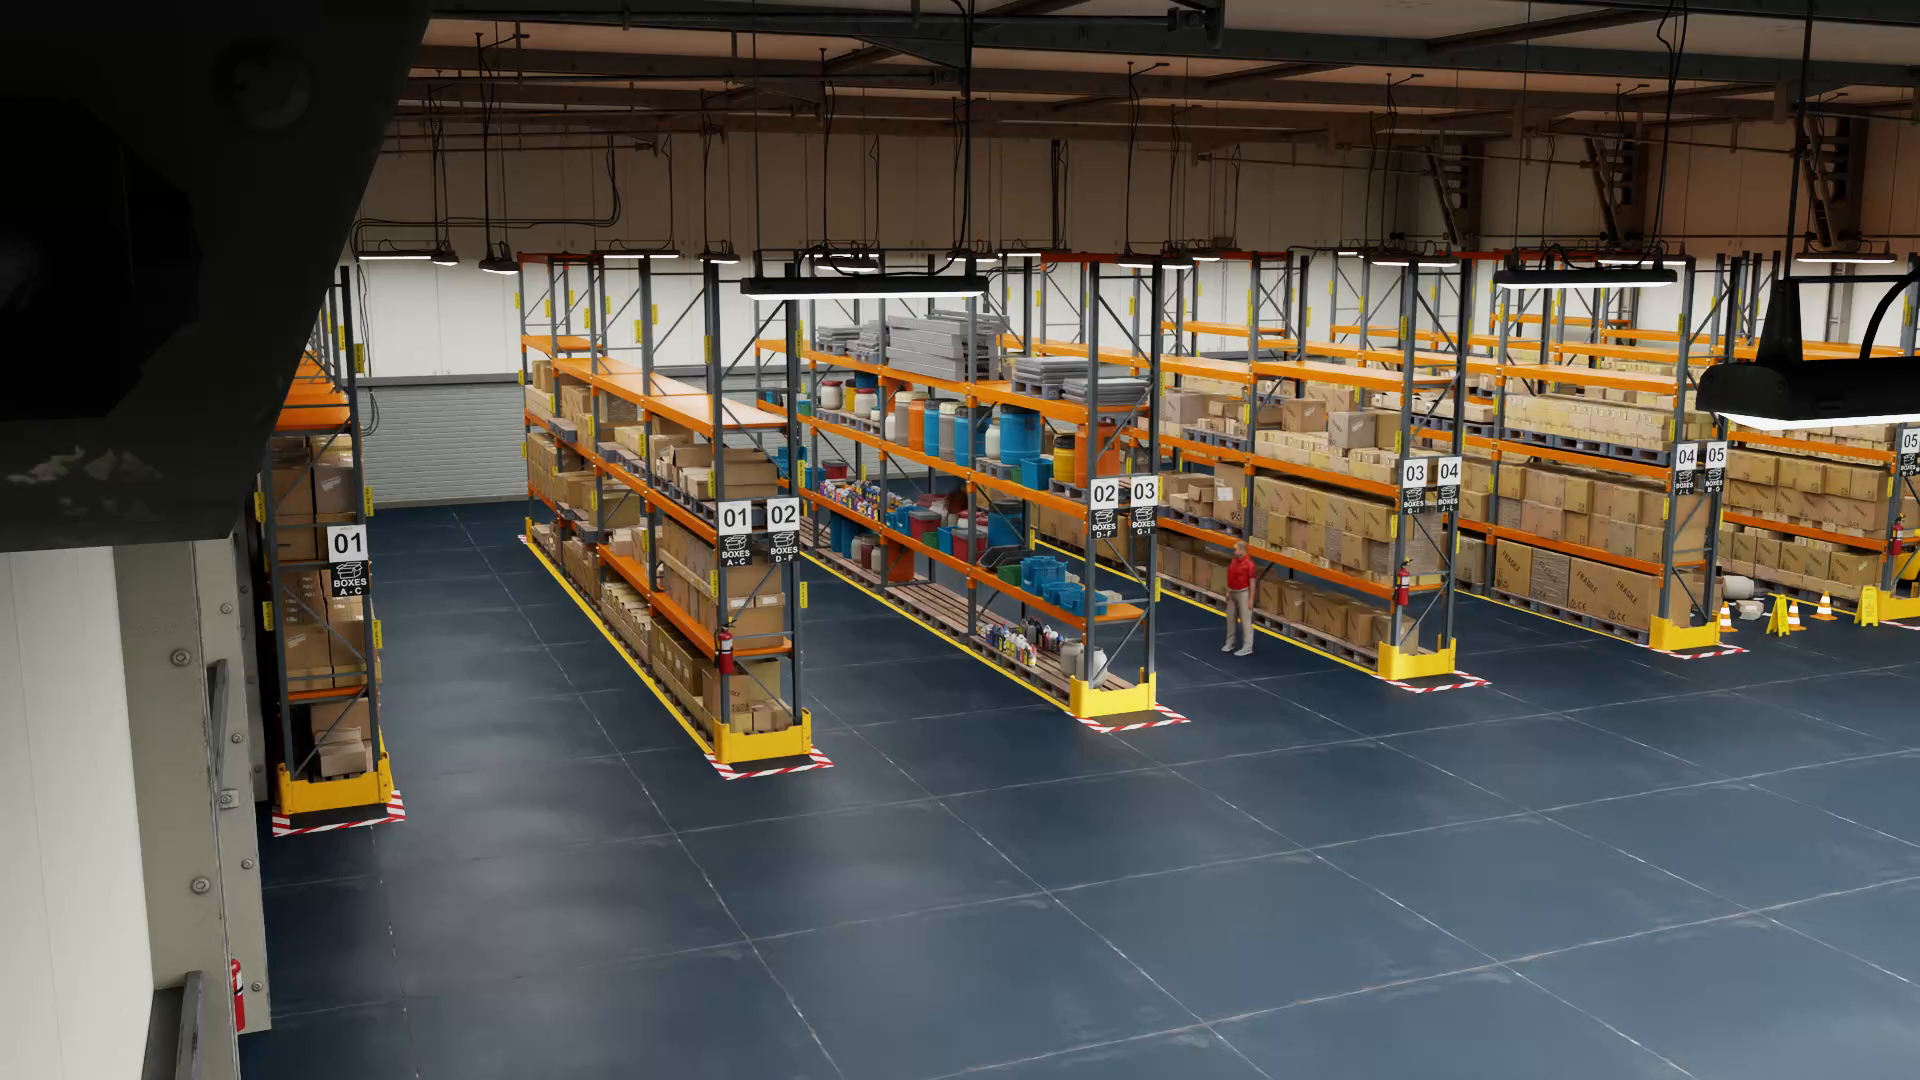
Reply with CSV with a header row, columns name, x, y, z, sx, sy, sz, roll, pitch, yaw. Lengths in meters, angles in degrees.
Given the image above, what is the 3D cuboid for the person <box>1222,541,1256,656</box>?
name,x,y,z,sx,sy,sz,roll,pitch,yaw
person,4.261,0.870,25.447,0.419,1.731,0.591,-6,12,-30
